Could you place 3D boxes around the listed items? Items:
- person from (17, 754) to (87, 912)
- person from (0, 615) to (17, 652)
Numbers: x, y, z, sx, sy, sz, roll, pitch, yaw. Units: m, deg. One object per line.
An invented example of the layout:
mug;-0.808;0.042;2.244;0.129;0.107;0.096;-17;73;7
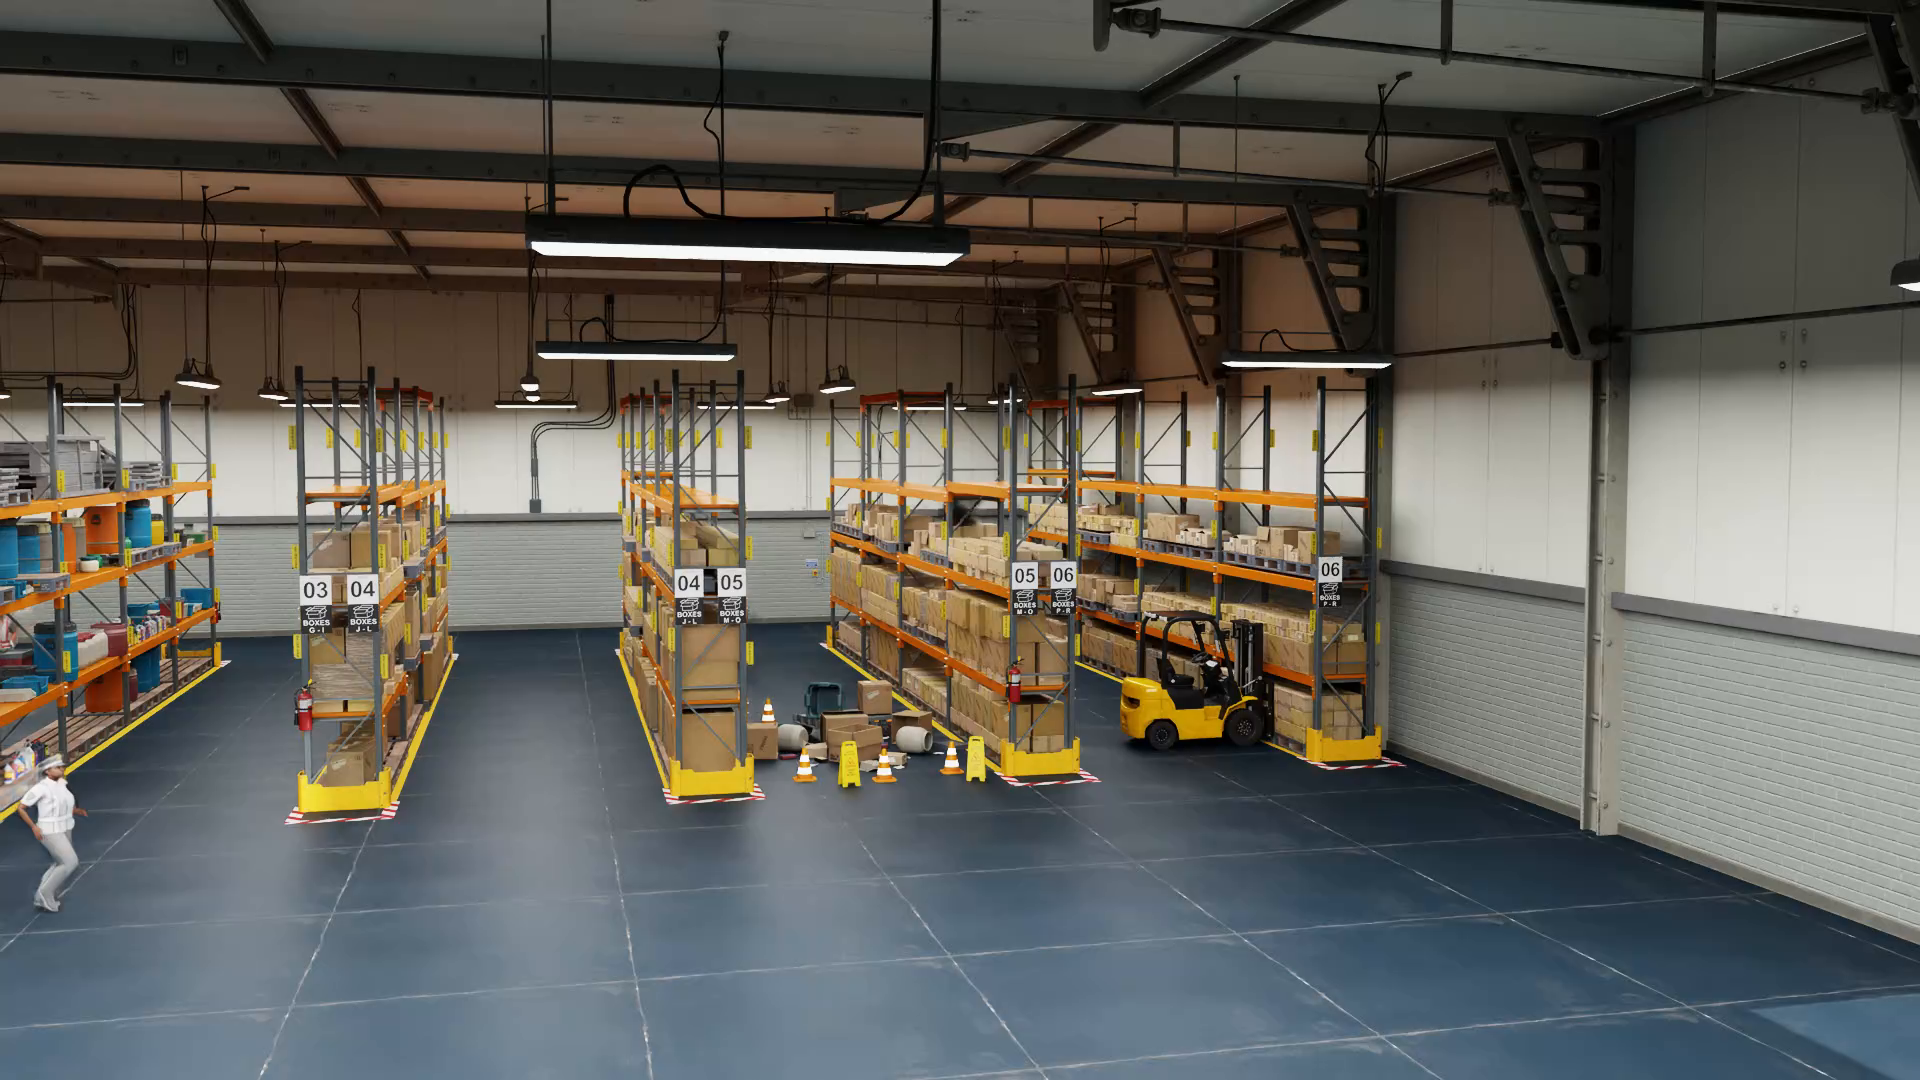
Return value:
person;-9.574;3.103;17.652;0.646;1.664;0.550;0;3;5
person;-18.866;2.178;32.615;0.646;1.781;0.815;-2;4;-29
